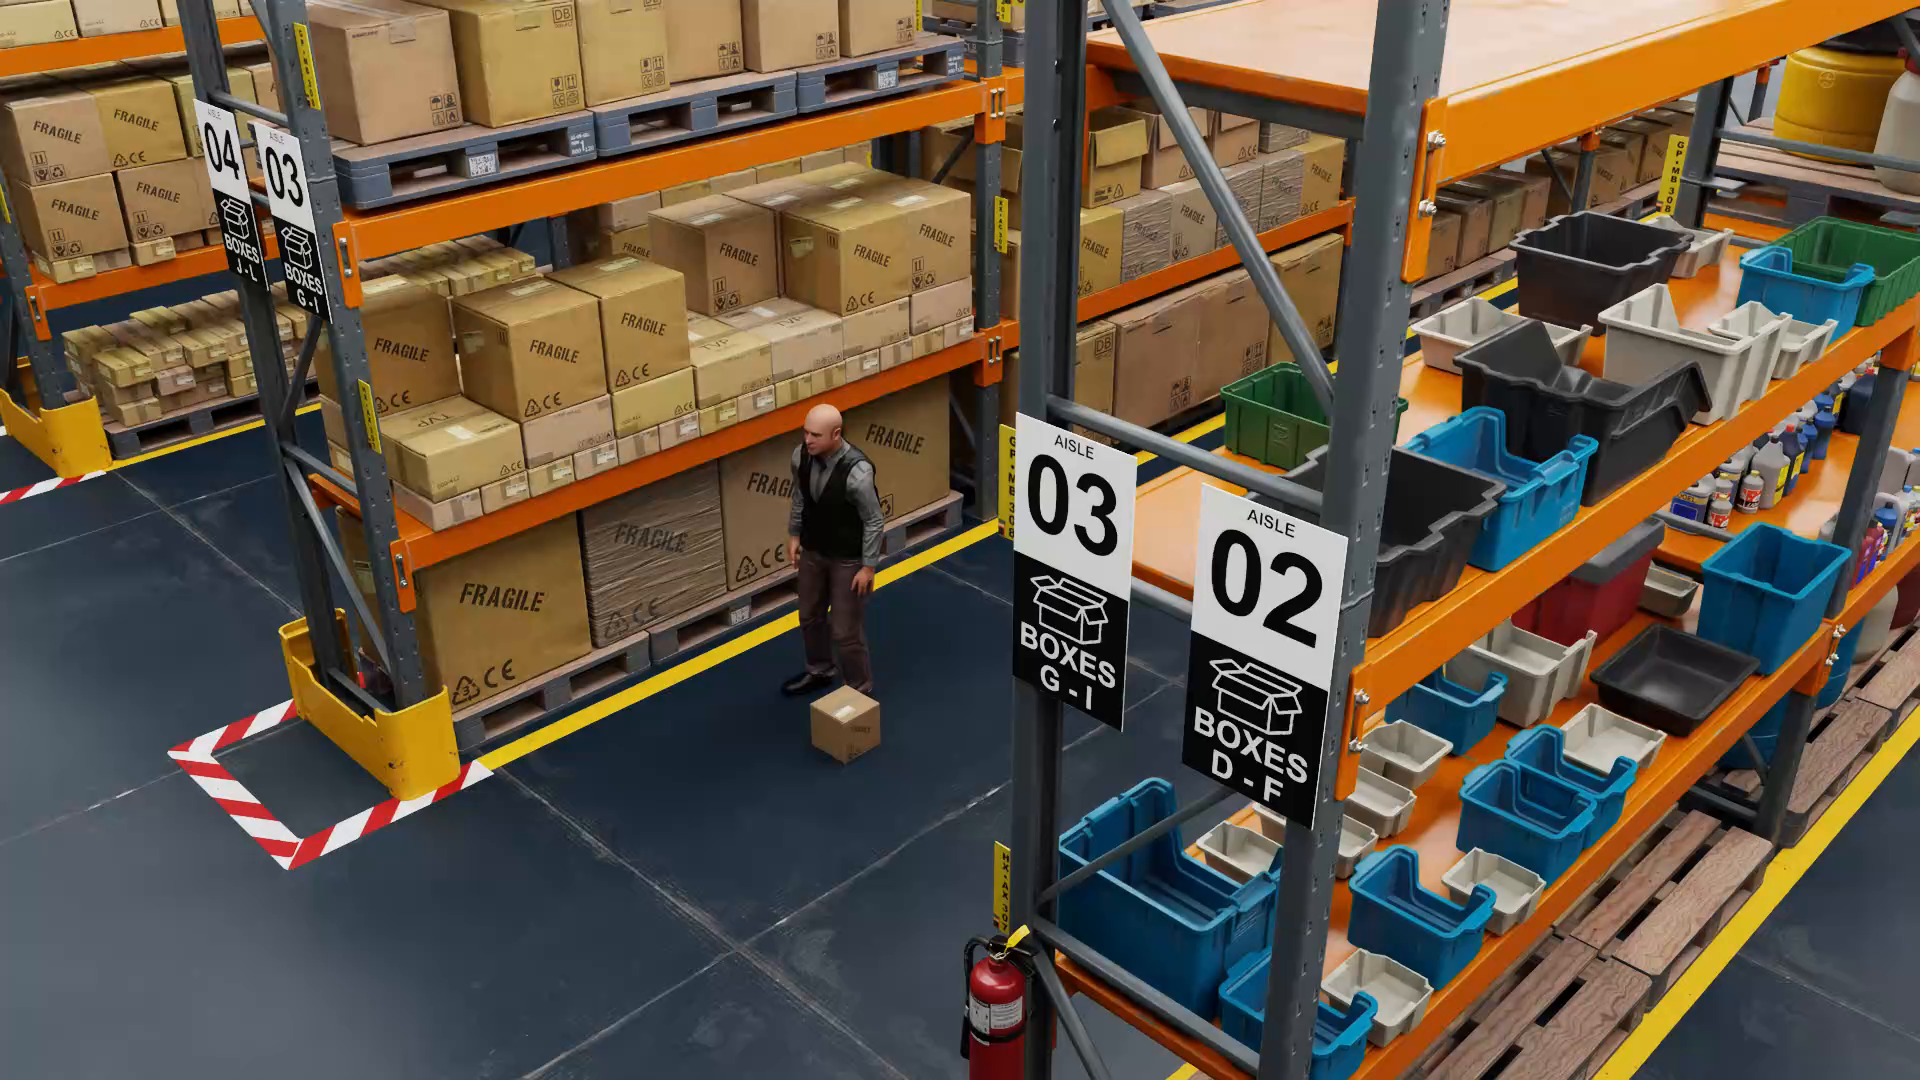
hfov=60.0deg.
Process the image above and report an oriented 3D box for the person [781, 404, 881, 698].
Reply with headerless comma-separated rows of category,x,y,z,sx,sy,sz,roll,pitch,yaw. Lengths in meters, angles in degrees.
person,-0.635,0.079,8.495,0.587,1.721,0.412,24,36,37
